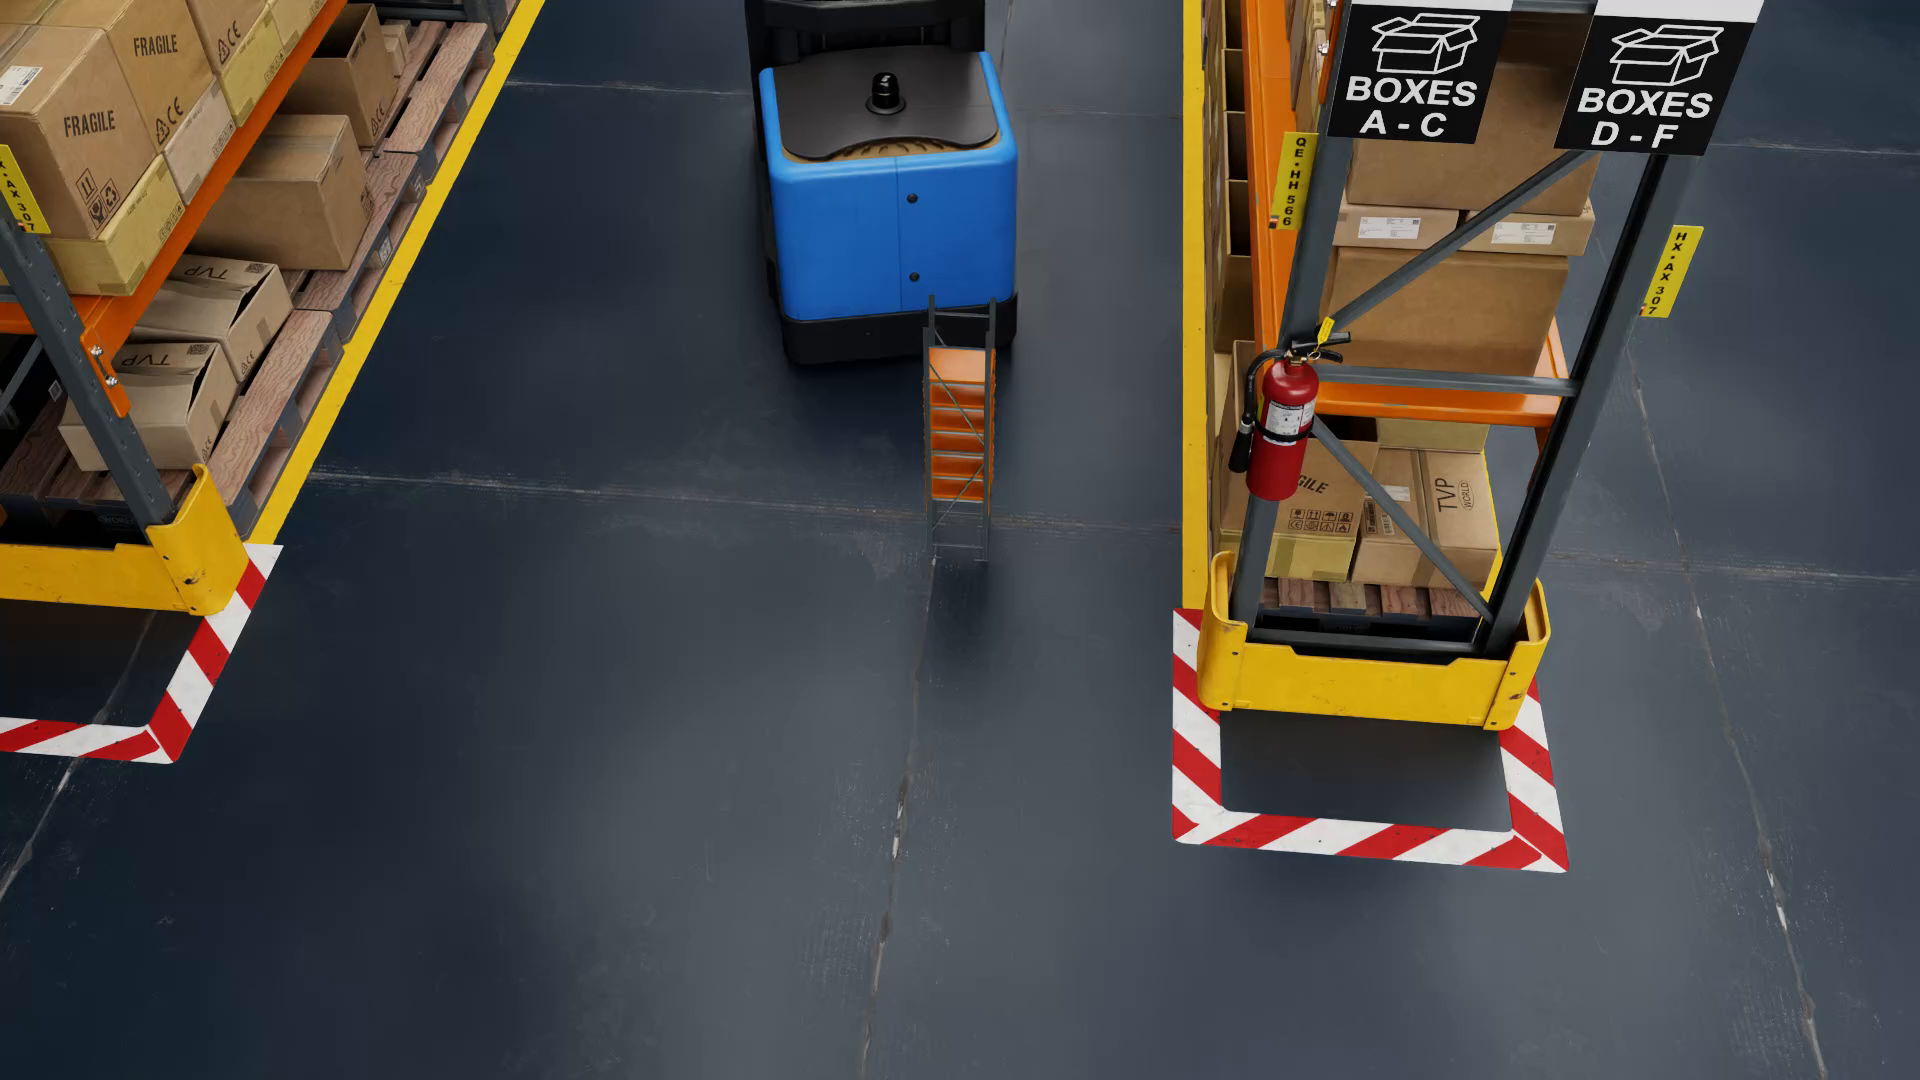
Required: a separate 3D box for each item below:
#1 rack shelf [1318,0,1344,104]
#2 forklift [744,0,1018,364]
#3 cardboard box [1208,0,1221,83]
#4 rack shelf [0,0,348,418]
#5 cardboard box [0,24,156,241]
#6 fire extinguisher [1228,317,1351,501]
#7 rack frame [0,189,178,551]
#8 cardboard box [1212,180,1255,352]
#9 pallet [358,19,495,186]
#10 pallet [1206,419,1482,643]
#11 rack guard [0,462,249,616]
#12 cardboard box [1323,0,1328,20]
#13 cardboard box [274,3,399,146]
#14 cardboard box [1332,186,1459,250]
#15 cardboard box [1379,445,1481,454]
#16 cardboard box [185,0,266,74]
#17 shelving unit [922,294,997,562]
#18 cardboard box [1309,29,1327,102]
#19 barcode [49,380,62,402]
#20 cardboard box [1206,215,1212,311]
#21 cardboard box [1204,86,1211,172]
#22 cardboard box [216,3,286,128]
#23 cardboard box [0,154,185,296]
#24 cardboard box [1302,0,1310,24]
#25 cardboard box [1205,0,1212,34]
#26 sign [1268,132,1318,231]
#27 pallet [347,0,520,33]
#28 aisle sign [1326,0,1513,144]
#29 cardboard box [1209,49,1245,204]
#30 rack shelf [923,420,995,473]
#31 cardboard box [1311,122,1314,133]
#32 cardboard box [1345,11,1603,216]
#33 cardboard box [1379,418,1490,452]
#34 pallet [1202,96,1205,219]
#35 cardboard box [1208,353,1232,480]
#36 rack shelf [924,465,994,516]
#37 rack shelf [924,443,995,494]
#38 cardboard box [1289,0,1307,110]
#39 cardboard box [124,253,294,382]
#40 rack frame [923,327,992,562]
[{"bbox_3d":[1.665,-2.732,5.670,1.077,0.370,4.000,4,48,4],"label":"rack shelf"},{"bbox_3d":[-0.464,-2.868,7.387,1.130,2.935,3.031,-6,48,-5],"label":"forklift"},{"bbox_3d":[1.493,-2.579,8.146,0.500,0.500,0.500,4,48,4],"label":"cardboard box"},{"bbox_3d":[-3.269,-2.050,7.079,1.077,0.370,4.000,4,48,4],"label":"rack shelf"},{"bbox_3d":[-3.108,-1.363,5.543,0.500,0.500,0.500,4,48,4],"label":"cardboard box"},{"bbox_3d":[1.009,-0.411,5.145,0.296,0.674,0.183,4,48,4],"label":"fire extinguisher"},{"bbox_3d":[-3.451,-0.823,5.470,1.000,3.000,0.127,4,48,4],"label":"rack frame"},{"bbox_3d":[1.311,-1.109,6.802,0.500,0.500,0.500,4,48,4],"label":"cardboard box"},{"bbox_3d":[-3.112,-2.325,8.733,1.003,0.211,1.213,4,48,4],"label":"pallet"},{"bbox_3d":[1.510,-0.116,6.713,1.003,0.211,1.213,4,48,4],"label":"pallet"},{"bbox_3d":[-3.444,-0.035,6.443,1.175,0.500,0.348,4,48,4],"label":"rack guard"},{"bbox_3d":[1.630,-2.102,5.693,0.700,0.500,0.500,4,48,4],"label":"cardboard box"},{"bbox_3d":[-3.141,-2.302,8.218,0.500,0.500,0.500,1,48,1],"label":"cardboard box"},{"bbox_3d":[1.327,-1.039,5.160,0.380,0.149,0.250,3,48,3],"label":"cardboard box"},{"bbox_3d":[1.795,-0.453,6.710,0.500,0.250,0.500,4,48,4],"label":"cardboard box"},{"bbox_3d":[-3.000,-2.104,6.222,0.500,0.500,0.500,2,48,2],"label":"cardboard box"},{"bbox_3d":[-0.001,-0.394,6.298,0.258,1.200,0.189,4,48,4],"label":"shelving unit"},{"bbox_3d":[1.398,-1.604,5.677,0.380,0.149,0.250,4,48,4],"label":"cardboard box"},{"bbox_3d":[-3.695,-0.609,6.792,0.001,0.075,0.075,4,48,4],"label":"barcode"},{"bbox_3d":[1.362,-1.223,7.415,0.500,0.250,0.500,4,48,4],"label":"cardboard box"},{"bbox_3d":[1.452,-1.958,8.087,0.500,0.250,0.500,4,48,4],"label":"cardboard box"},{"bbox_3d":[-3.005,-1.873,6.518,0.500,0.250,0.500,3,48,3],"label":"cardboard box"},{"bbox_3d":[-3.090,-1.116,5.826,0.500,0.250,0.500,3,48,2],"label":"cardboard box"},{"bbox_3d":[1.444,-1.990,6.030,0.380,0.149,0.250,5,48,5],"label":"cardboard box"},{"bbox_3d":[1.596,-2.970,9.012,0.500,0.250,0.500,3,48,3],"label":"cardboard box"},{"bbox_3d":[0.943,-1.010,4.696,0.100,0.325,0.005,4,48,4],"label":"sign"},{"bbox_3d":[-3.017,-3.393,9.710,1.003,0.211,1.213,4,48,4],"label":"pallet"},{"bbox_3d":[1.184,-1.341,4.182,0.394,0.787,0.004,4,48,4],"label":"aisle sign"},{"bbox_3d":[1.402,-1.844,7.474,0.500,0.500,0.500,4,48,4],"label":"cardboard box"},{"bbox_3d":[-0.001,-0.364,6.330,0.258,0.103,0.180,4,48,4],"label":"rack shelf"},{"bbox_3d":[1.581,-1.254,5.797,0.700,0.500,0.500,5,48,5],"label":"cardboard box"},{"bbox_3d":[1.542,-1.345,5.000,0.700,0.500,0.500,4,48,4],"label":"cardboard box"},{"bbox_3d":[1.796,-0.706,6.433,0.500,0.500,0.500,4,48,4],"label":"cardboard box"},{"bbox_3d":[1.733,-1.909,8.353,1.003,0.211,1.213,4,48,4],"label":"pallet"},{"bbox_3d":[1.271,-0.488,6.743,0.500,0.250,0.500,4,48,4],"label":"cardboard box"},{"bbox_3d":[-0.001,-0.202,6.507,0.258,0.103,0.180,4,48,4],"label":"rack shelf"},{"bbox_3d":[-0.001,-0.283,6.419,0.258,0.103,0.180,4,48,4],"label":"rack shelf"},{"bbox_3d":[1.676,-2.006,6.484,0.700,0.500,0.500,5,48,5],"label":"cardboard box"},{"bbox_3d":[-3.246,-0.985,7.142,0.500,0.311,0.500,7,48,7],"label":"cardboard box"},{"bbox_3d":[-0.010,-0.327,6.236,0.240,1.200,0.006,4,48,4],"label":"rack frame"}]
